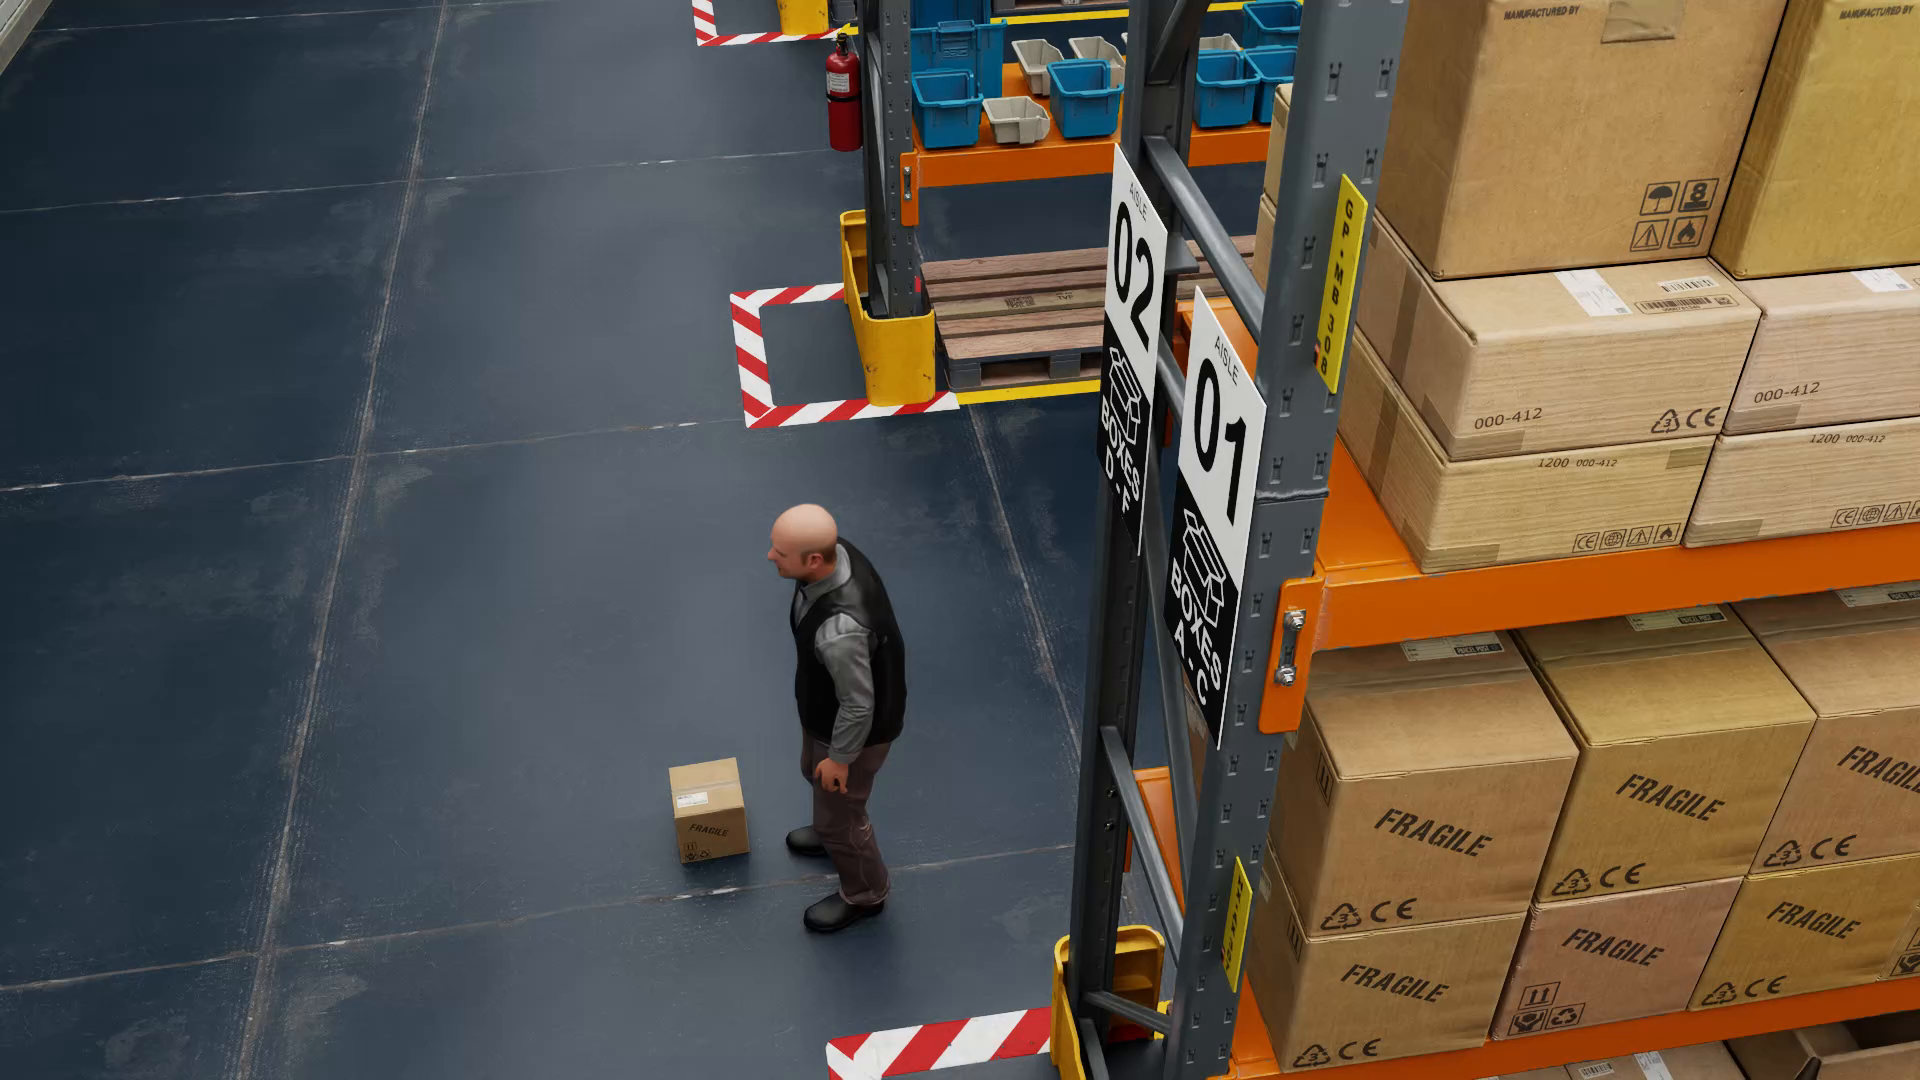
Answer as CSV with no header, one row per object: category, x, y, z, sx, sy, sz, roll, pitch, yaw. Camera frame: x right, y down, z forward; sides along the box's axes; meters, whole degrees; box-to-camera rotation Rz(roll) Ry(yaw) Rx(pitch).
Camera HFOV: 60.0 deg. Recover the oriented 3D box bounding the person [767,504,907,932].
person,-0.387,0.607,5.490,0.419,1.617,0.580,-8,39,-9
